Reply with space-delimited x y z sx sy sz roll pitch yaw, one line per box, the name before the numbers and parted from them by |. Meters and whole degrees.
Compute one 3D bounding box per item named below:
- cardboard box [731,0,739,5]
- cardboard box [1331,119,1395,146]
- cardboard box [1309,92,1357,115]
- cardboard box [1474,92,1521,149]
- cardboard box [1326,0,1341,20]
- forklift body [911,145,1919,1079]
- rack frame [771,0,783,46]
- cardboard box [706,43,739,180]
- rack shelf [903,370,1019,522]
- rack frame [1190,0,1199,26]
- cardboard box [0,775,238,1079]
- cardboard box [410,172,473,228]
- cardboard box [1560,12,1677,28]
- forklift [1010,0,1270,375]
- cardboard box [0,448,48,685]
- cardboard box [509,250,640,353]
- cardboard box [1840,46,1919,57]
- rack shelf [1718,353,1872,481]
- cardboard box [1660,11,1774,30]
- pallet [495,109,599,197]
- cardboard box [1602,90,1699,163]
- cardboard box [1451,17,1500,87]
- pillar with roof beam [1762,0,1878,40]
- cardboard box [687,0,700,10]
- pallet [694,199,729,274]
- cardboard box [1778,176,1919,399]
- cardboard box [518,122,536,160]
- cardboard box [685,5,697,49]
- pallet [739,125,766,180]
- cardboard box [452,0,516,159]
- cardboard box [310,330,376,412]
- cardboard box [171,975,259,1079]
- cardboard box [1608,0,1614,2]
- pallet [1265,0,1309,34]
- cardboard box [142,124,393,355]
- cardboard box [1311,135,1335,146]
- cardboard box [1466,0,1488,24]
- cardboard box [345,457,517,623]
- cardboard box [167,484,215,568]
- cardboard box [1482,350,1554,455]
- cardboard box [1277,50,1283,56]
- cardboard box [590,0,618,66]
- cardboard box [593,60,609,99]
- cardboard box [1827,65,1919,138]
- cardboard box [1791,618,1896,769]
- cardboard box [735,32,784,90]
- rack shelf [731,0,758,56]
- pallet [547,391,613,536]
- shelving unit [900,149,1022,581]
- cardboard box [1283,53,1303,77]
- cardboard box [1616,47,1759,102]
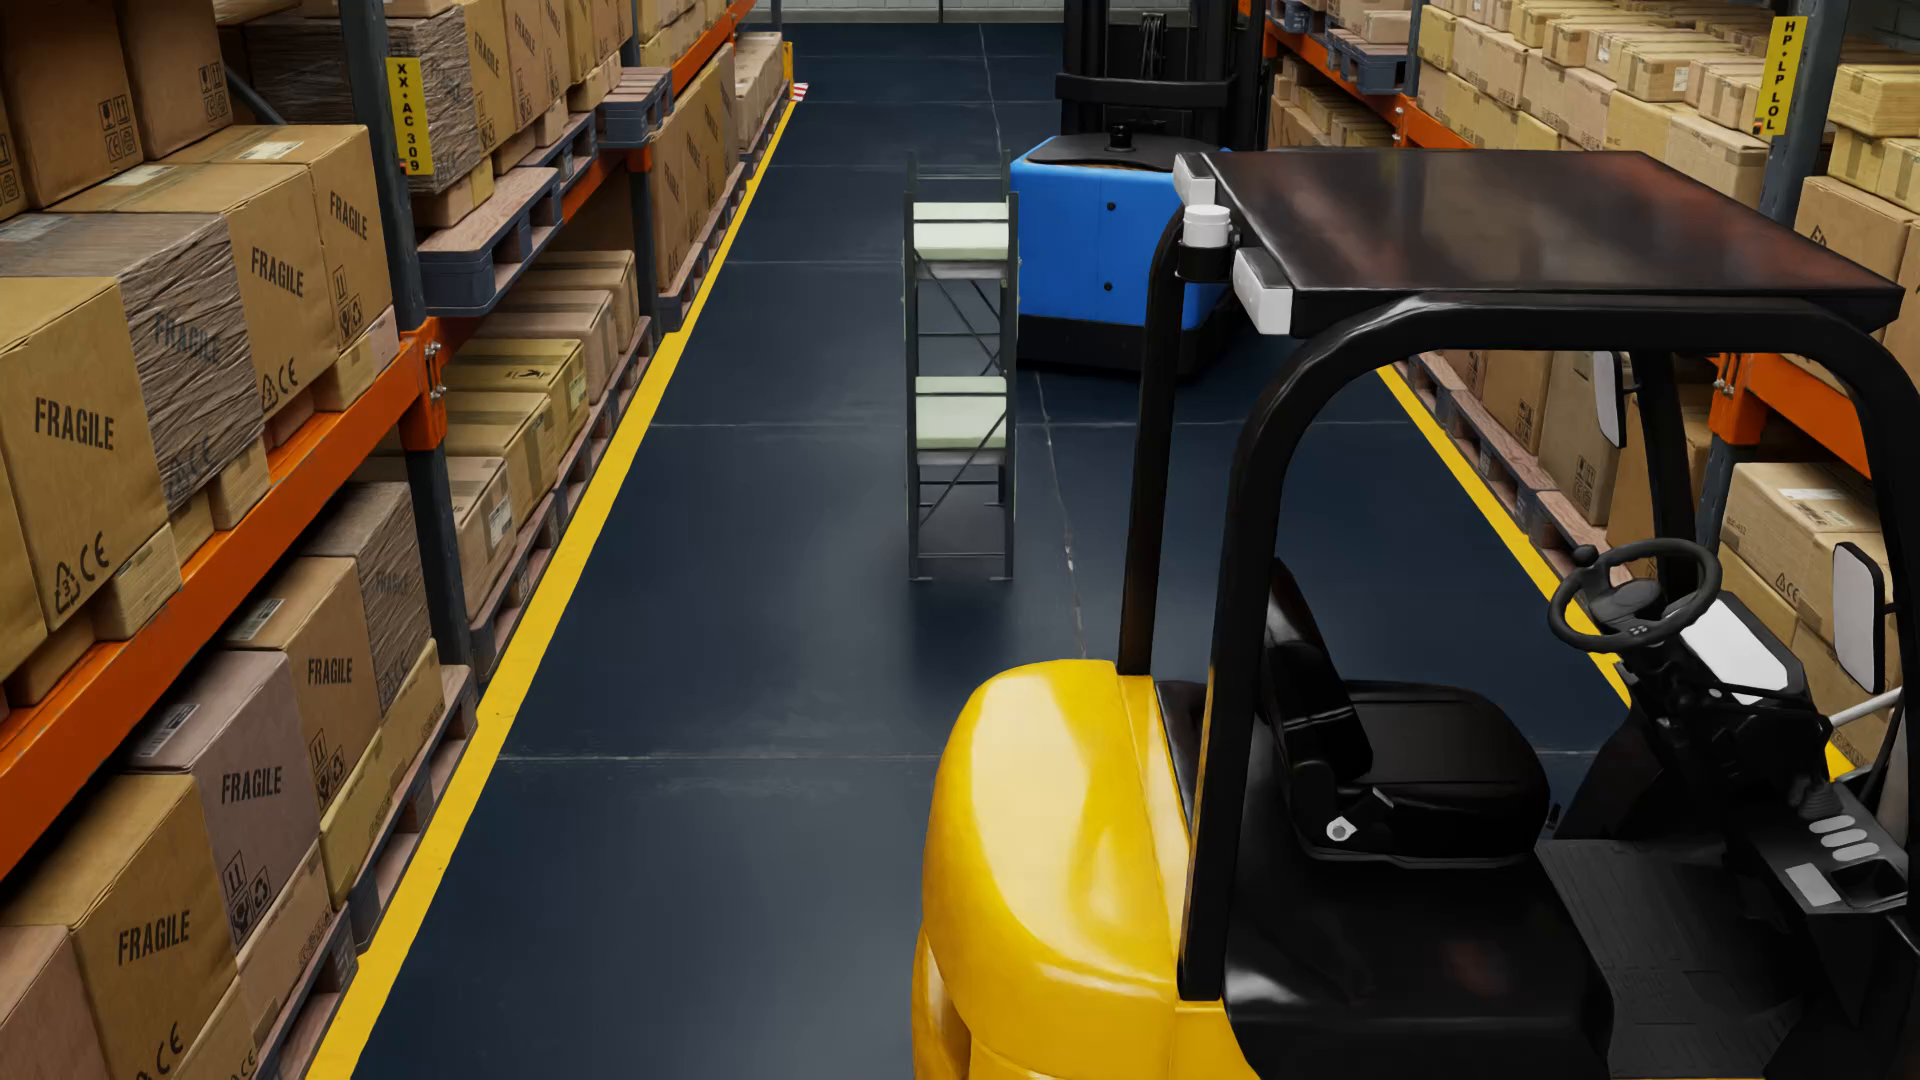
cardboard box | -1.936 -4.336 12.576 0.500 0.500 0.500 1 24 1
cardboard box | 2.570 -2.568 10.525 0.380 0.149 0.250 -1 24 -3
cardboard box | 2.620 -2.986 11.450 0.380 0.149 0.250 -1 24 -1
cardboard box | 2.588 -1.800 7.271 0.500 0.250 0.500 -1 24 -2
cardboard box | 2.612 -3.382 9.952 0.797 0.503 0.637 -1 24 -2
forklift body | 1.057 0.438 3.170 2.313 2.155 1.214 0 24 -1
rack frame | -2.236 -5.744 15.811 1.000 3.000 0.127 0 24 -1
cardboard box | -2.105 -3.064 11.954 0.875 0.875 0.875 0 24 1
rack shelf | 0.000 -0.384 6.569 0.431 0.370 0.720 0 24 -1
rack frame | 2.727 -5.768 15.863 1.000 3.000 0.127 0 24 -1
cardboard box | -1.802 0.803 3.252 0.500 0.500 0.500 0 24 0
cardboard box | -1.795 -1.106 5.350 0.380 0.149 0.250 0 24 0
cardboard box | 2.648 -2.041 6.715 0.380 0.149 0.250 0 24 -1
forklift | 1.179 -2.750 9.275 1.130 2.935 3.031 8 26 17
cardboard box | -1.805 0.048 2.522 0.500 0.500 0.500 -1 24 -2
cardboard box | -2.152 -1.209 8.462 0.950 0.372 0.625 -2 24 -4
cardboard box | 3.093 -1.629 5.804 0.380 0.149 0.250 0 24 -1
rack shelf | 2.880 0.329 3.256 1.077 0.370 4.000 0 24 -1
cardboard box | 3.057 -2.047 6.728 0.380 0.149 0.250 0 24 1
pallet | -2.086 -1.545 6.758 1.003 0.211 1.213 0 24 -1
cardboard box | 2.585 -1.396 5.772 0.500 0.250 0.500 -1 24 -2
cardboard box | 2.580 -2.241 7.640 0.500 0.250 0.500 0 24 1
pillar with roof beam | -0.575 -4.652 6.117 9.100 9.000 0.400 0 24 -1
cardboard box | -1.897 -3.445 10.301 0.500 0.250 0.500 0 24 0
pallet | -2.092 -2.004 10.924 1.003 0.211 1.213 0 24 -1
cardboard box | 2.602 -0.685 4.503 0.500 0.500 0.500 -1 24 -2
cardboard box | -1.830 -1.533 6.295 0.380 0.149 0.250 0 24 0
cardboard box | -1.934 -3.213 10.397 0.500 0.250 0.500 0 24 -1
pallet | -2.122 -3.139 13.435 1.003 0.211 1.213 0 24 -1
cardboard box | -1.829 -1.573 5.596 0.500 0.500 0.500 0 24 0
cardboard box | -1.787 -0.451 4.412 0.380 0.149 0.250 0 24 1
cardboard box | -1.810 1.141 3.413 0.500 0.250 0.500 1 24 3
cardboard box | 3.077 -2.465 7.652 0.380 0.149 0.250 0 24 -1
pallet | 2.671 -3.703 11.530 1.003 0.211 1.213 0 24 -1
cardboard box | -1.851 -0.799 4.393 0.500 0.500 0.500 -1 24 -2
cardboard box | 2.568 -2.333 10.792 0.500 0.500 0.500 -1 24 -2
cardboard box | 2.556 -2.464 7.650 0.380 0.149 0.250 0 24 1
cardboard box | -2.113 -0.010 5.810 0.950 0.372 0.625 0 24 0
cardboard box | -1.809 -0.030 3.481 0.380 0.149 0.250 -1 24 -1
cardboard box | 2.830 -0.777 7.200 0.875 0.625 0.625 -1 24 -3
cardboard box | 2.516 -3.997 14.472 0.500 0.500 0.500 0 24 0
cardboard box | -1.849 -2.421 7.471 0.500 0.500 0.500 -1 24 -1
cardboard box | -1.792 -2.073 7.489 0.380 0.149 0.250 -1 24 -3
cardboard box | 2.565 -1.167 4.421 0.380 0.149 0.250 0 24 1
cardboard box | 2.562 0.419 4.405 0.500 0.250 0.500 0 24 -1
cardboard box | -2.129 -4.497 15.652 0.875 0.438 0.875 -1 24 -2
rack shelf | -2.214 -4.592 14.137 1.077 0.370 4.000 0 24 -1
pallet | -2.131 -0.354 7.276 1.003 0.211 1.213 0 24 -1
shelving unit | 0.000 -0.681 6.435 0.431 1.500 0.755 0 24 -1
cardboard box | 2.570 -3.455 12.124 0.380 0.149 0.250 -1 24 -1
cardboard box | 2.526 -1.619 5.782 0.380 0.149 0.250 -1 24 -2
